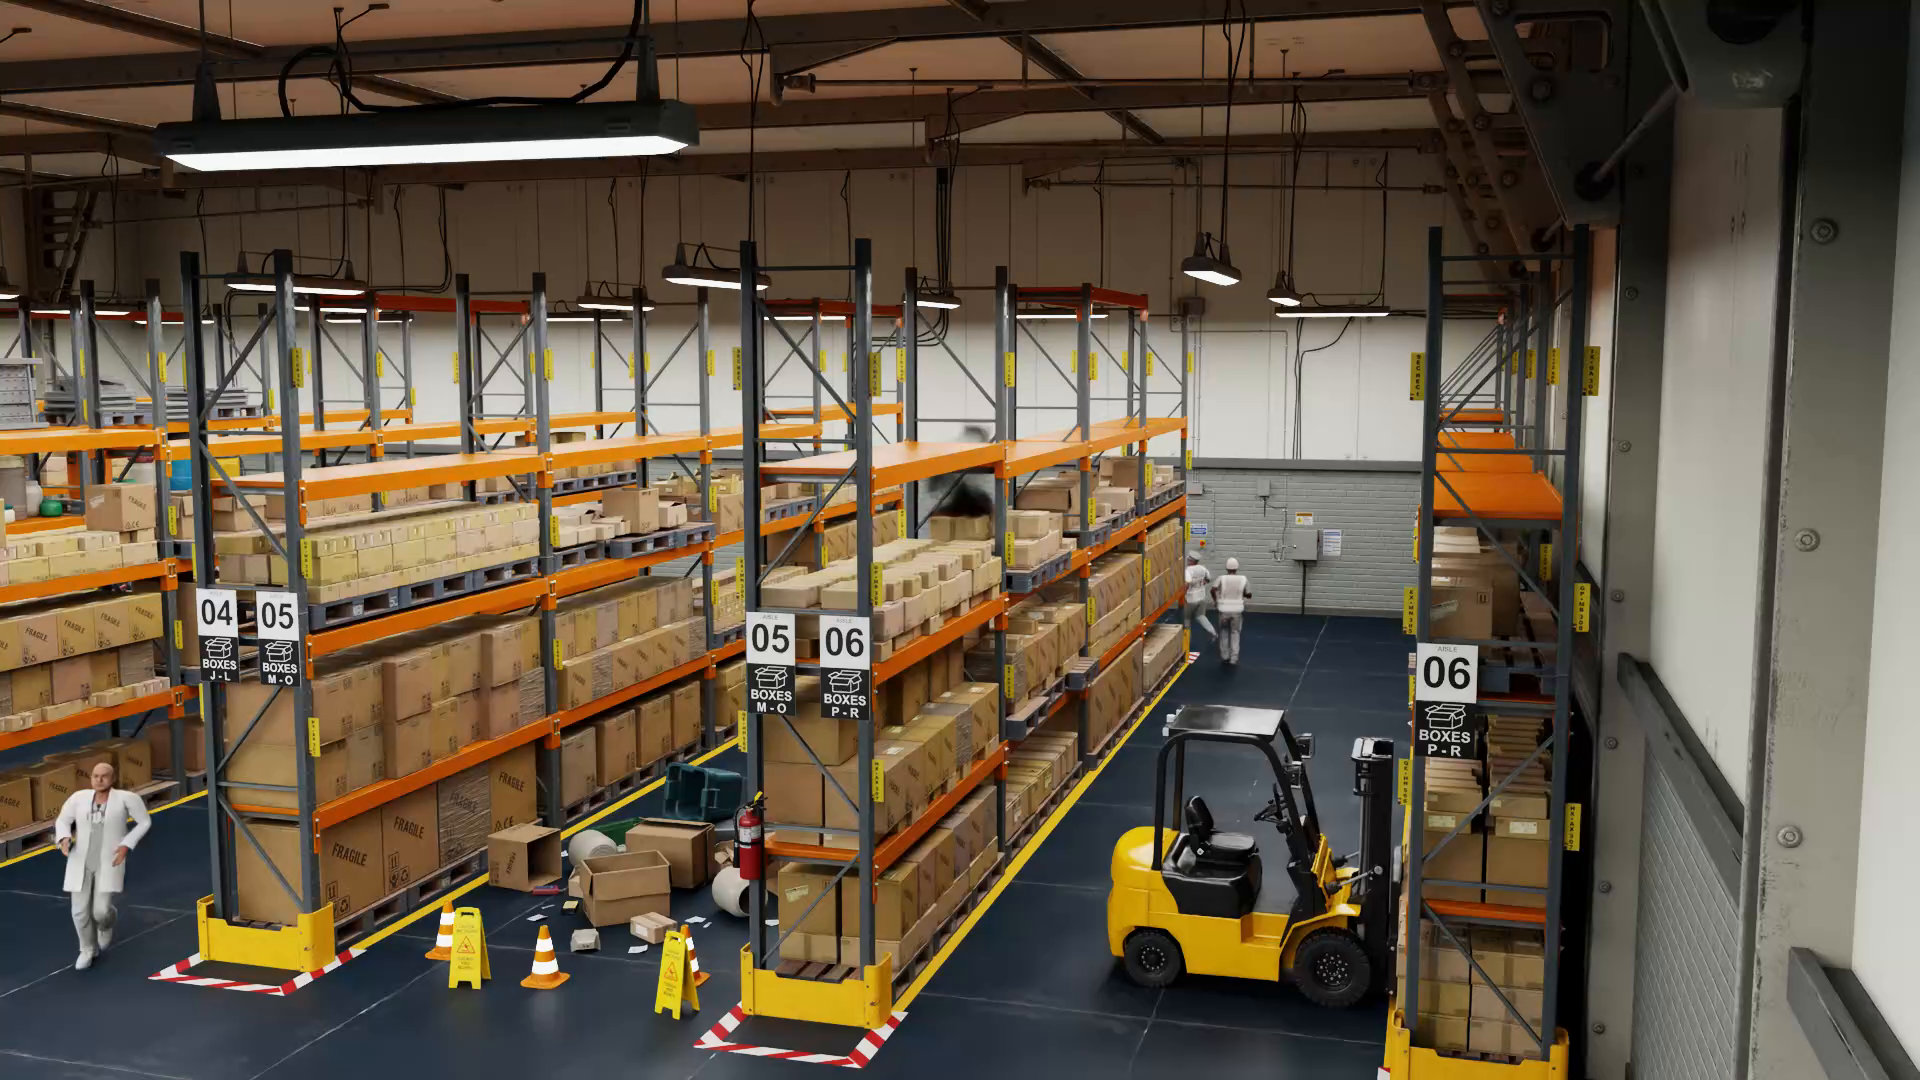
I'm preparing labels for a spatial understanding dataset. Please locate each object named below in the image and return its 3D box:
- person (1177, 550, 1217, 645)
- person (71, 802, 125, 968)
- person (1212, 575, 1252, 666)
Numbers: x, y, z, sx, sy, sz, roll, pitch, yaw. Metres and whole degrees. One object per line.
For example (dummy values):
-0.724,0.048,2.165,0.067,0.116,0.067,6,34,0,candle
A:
4.059,1.018,29.324,0.720,1.717,0.914,-3,7,-27,person
-7.290,2.857,14.212,0.640,1.481,0.586,-1,7,-10,person
4.468,1.337,27.374,0.639,1.559,0.728,1,7,12,person
